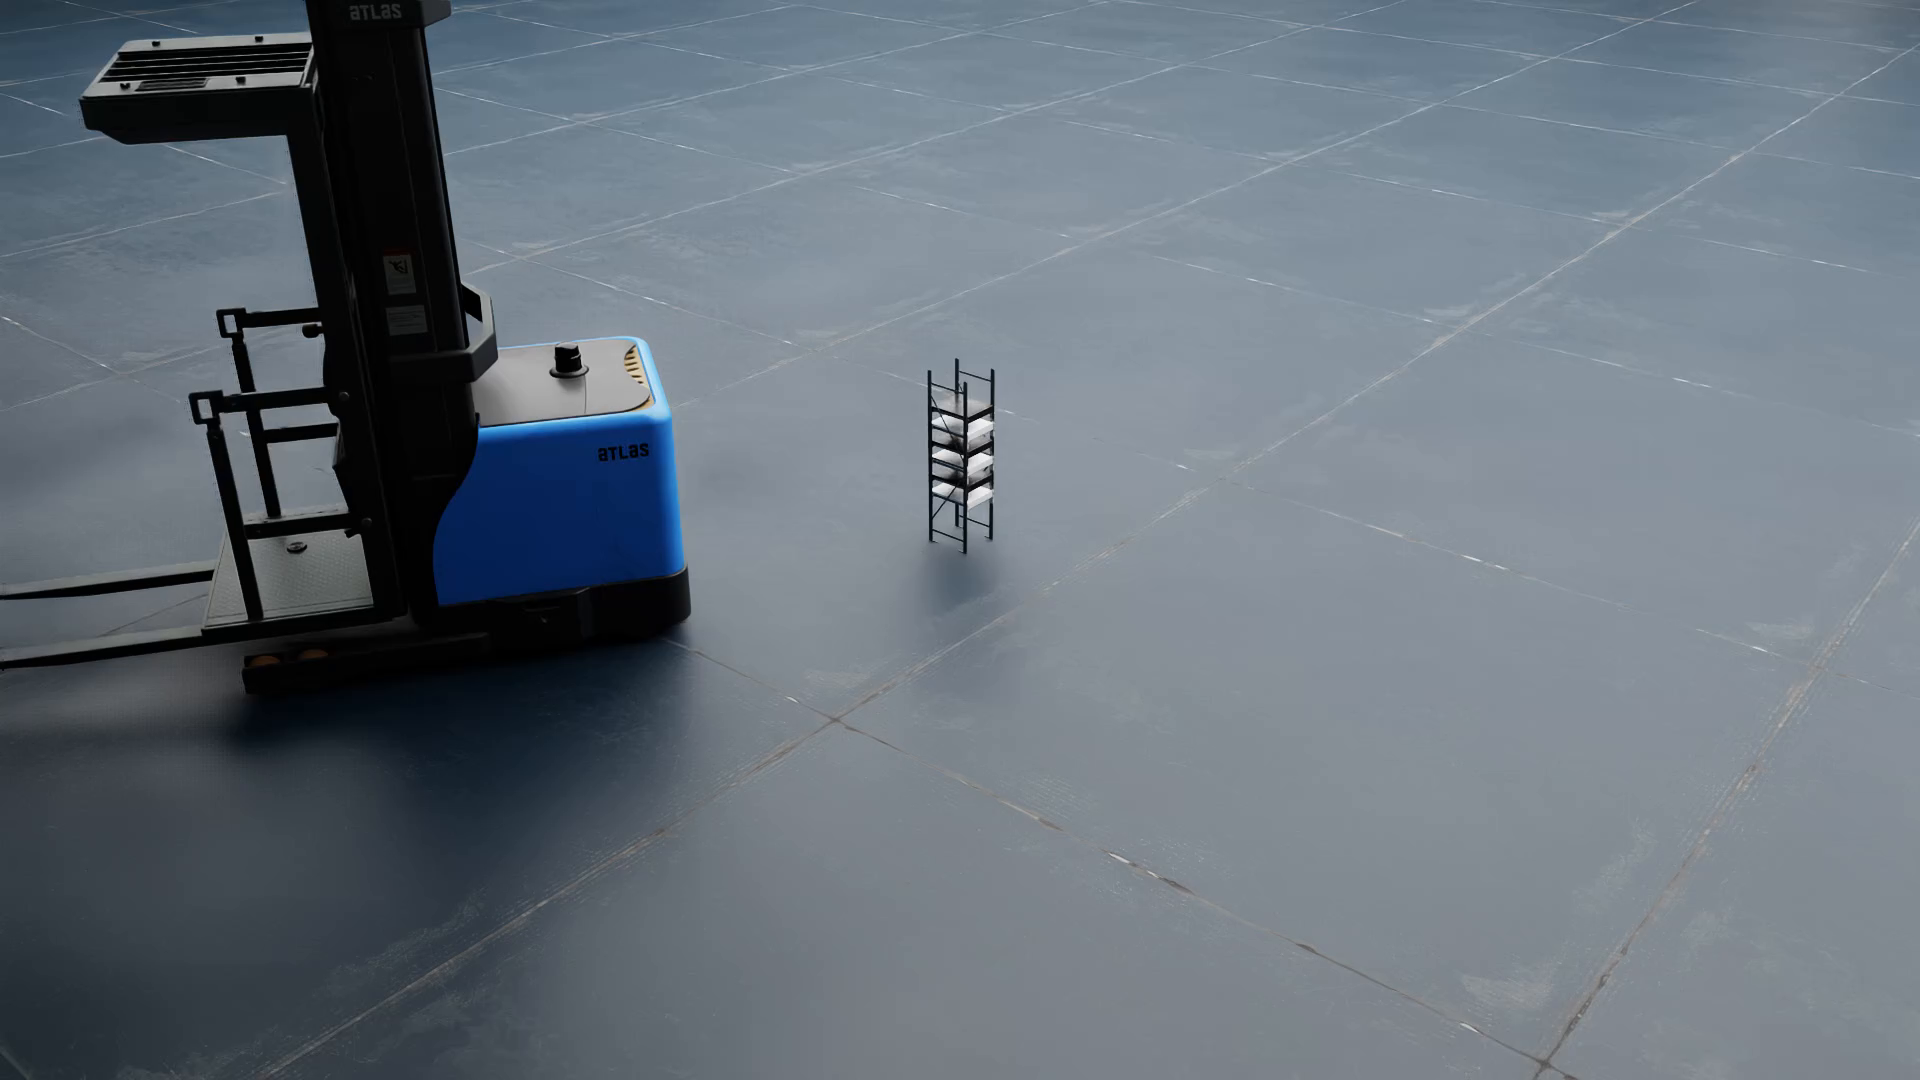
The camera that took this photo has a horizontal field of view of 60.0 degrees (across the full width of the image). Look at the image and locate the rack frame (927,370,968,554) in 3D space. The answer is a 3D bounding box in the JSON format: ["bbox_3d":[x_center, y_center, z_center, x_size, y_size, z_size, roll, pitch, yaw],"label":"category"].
[{"bbox_3d":[-0.059,-0.367,7.979,0.240,0.900,0.006,21,34,34],"label":"rack frame"}]

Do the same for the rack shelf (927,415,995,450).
[{"bbox_3d":[0.005,-0.533,7.981,0.258,0.077,0.200,21,34,34],"label":"rack shelf"}]

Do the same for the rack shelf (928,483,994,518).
[{"bbox_3d":[0.005,-0.213,8.147,0.258,0.077,0.200,21,34,34],"label":"rack shelf"}]

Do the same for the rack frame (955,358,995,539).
[{"bbox_3d":[0.070,-0.439,8.118,0.240,0.900,0.006,21,34,34],"label":"rack frame"}]

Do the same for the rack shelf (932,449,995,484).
[{"bbox_3d":[0.005,-0.373,8.064,0.258,0.077,0.200,21,34,34],"label":"rack shelf"}]

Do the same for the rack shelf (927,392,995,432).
[{"bbox_3d":[0.005,-0.613,7.940,0.258,0.077,0.200,21,34,34],"label":"rack shelf"}]

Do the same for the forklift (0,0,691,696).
[{"bbox_3d":[-2.782,-0.917,6.832,3.031,2.935,1.130,-8,28,-14],"label":"forklift"}]

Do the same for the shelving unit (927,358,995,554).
[{"bbox_3d":[0.005,-0.403,8.049,0.258,0.900,0.210,21,34,34],"label":"shelving unit"}]

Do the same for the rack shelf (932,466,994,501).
[{"bbox_3d":[0.005,-0.293,8.105,0.258,0.077,0.200,21,34,34],"label":"rack shelf"}]

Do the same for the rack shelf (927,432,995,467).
[{"bbox_3d":[0.005,-0.453,8.023,0.258,0.077,0.200,21,34,34],"label":"rack shelf"}]
